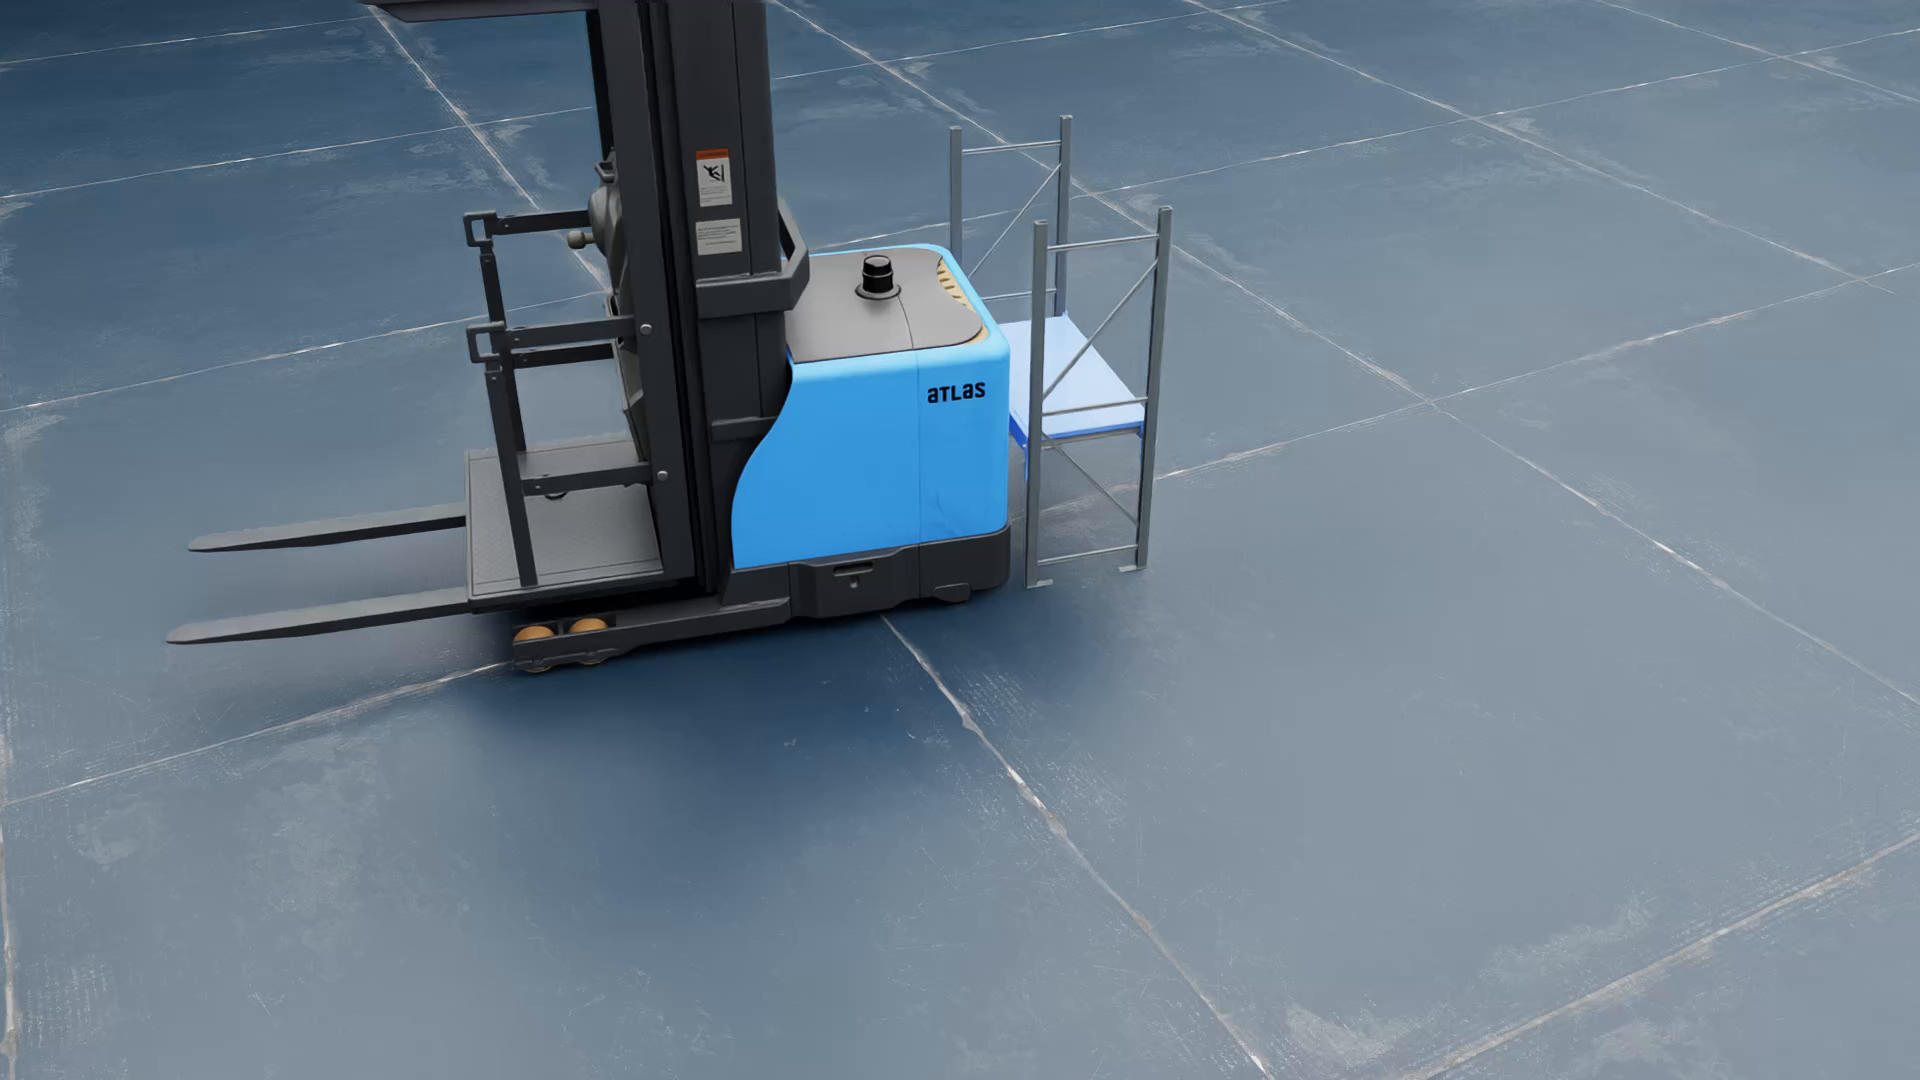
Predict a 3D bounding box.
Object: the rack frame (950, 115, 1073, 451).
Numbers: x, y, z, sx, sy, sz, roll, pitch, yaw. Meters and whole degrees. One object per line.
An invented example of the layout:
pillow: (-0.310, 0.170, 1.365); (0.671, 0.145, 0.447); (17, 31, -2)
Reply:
rack frame: (0.203, -1.011, 6.938); (0.500, 1.500, 0.032); (-9, 34, -14)

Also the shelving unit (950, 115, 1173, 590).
shelving unit: (0.349, -0.749, 6.528); (0.538, 1.500, 1.048); (-9, 34, -14)

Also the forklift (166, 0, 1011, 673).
forklift: (-1.382, -1.072, 5.706); (3.031, 2.935, 1.130); (-8, 34, -12)

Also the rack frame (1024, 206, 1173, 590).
rack frame: (0.494, -0.486, 6.118); (0.500, 1.500, 0.032); (-9, 34, -14)

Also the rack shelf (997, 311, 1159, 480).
rack shelf: (0.348, -0.597, 6.625); (0.538, 0.185, 1.000); (-9, 34, -14)
